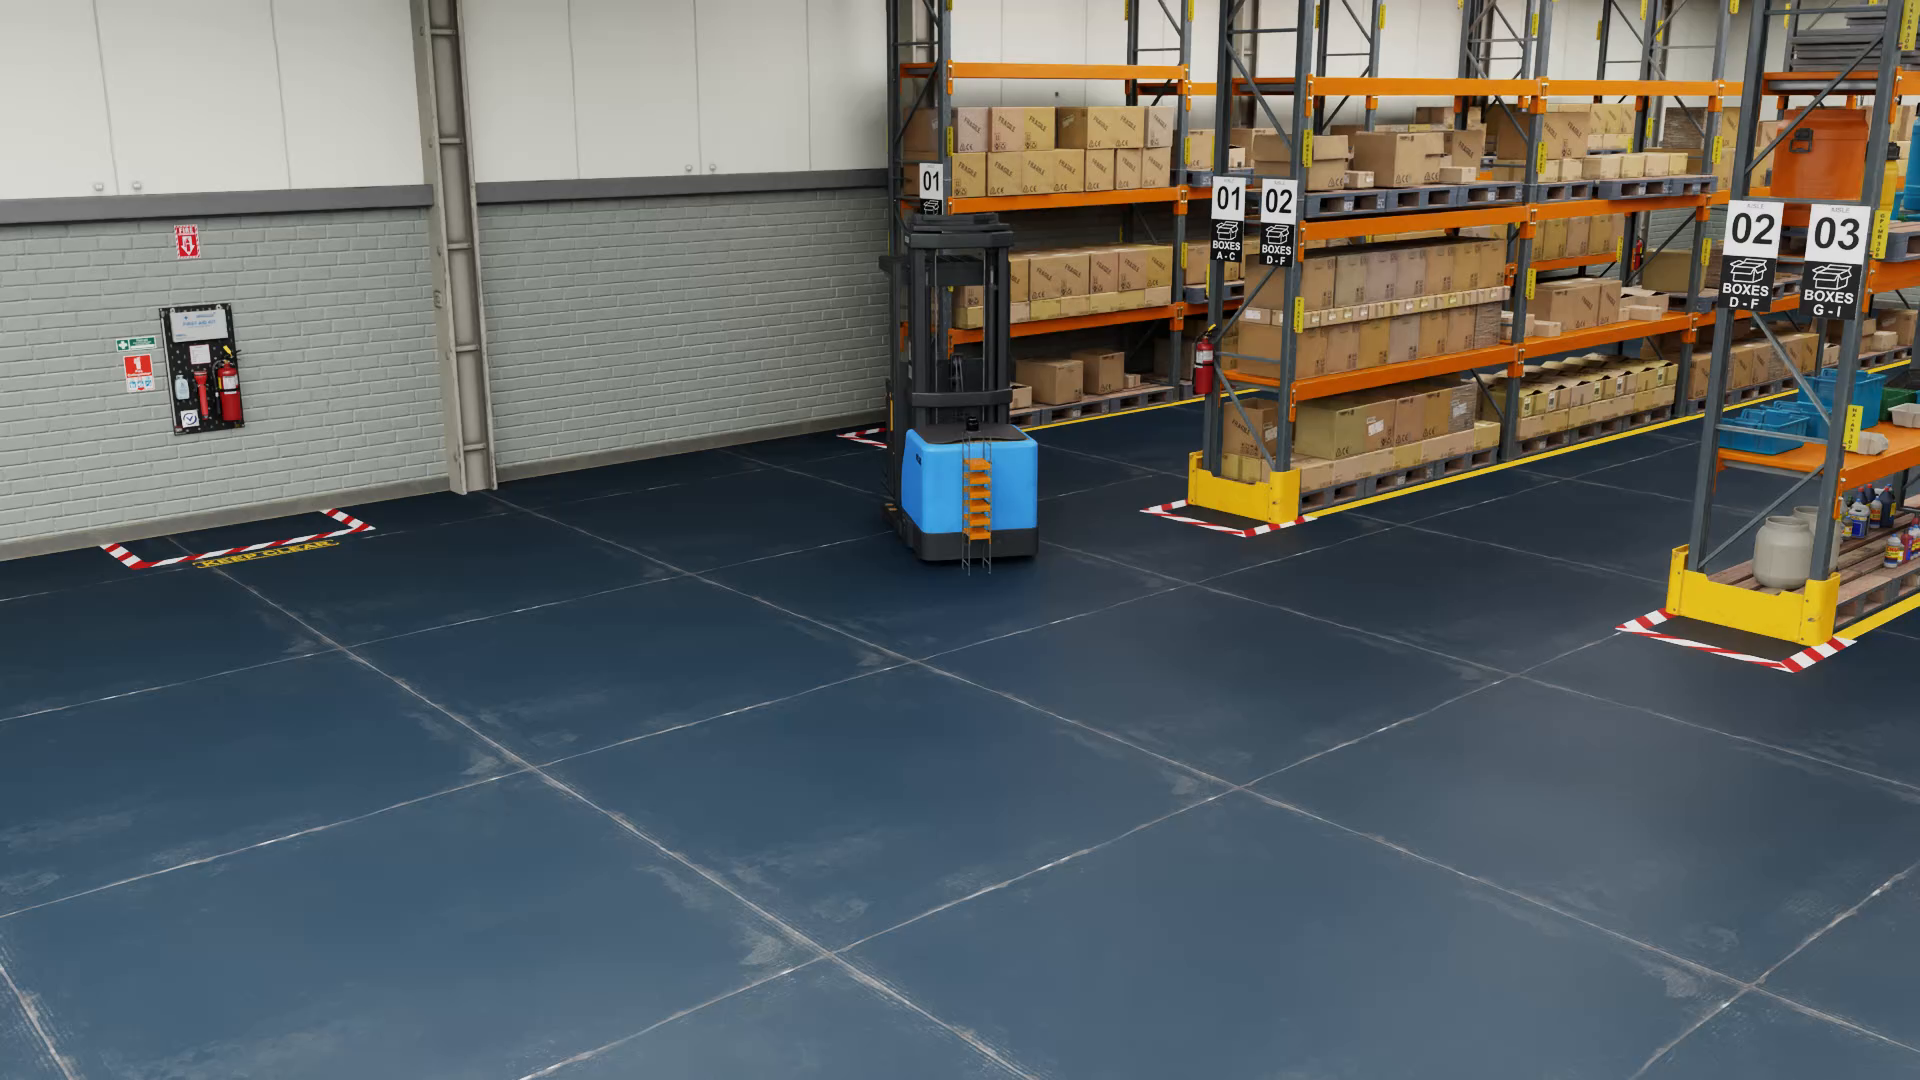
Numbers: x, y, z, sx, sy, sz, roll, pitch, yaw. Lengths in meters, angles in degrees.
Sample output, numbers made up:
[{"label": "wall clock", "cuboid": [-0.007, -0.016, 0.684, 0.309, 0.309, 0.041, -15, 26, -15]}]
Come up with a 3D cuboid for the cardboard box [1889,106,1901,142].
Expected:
[{"label": "cardboard box", "cuboid": [13.021, -5.987, 23.907, 0.500, 0.500, 0.700, -13, 19, -39]}]

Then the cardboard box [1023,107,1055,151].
[{"label": "cardboard box", "cuboid": [0.770, -4.877, 19.712, 0.500, 0.500, 0.500, -12, 19, -38]}]

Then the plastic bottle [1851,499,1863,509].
[{"label": "plastic bottle", "cuboid": [7.940, -0.228, 14.724, 0.097, 0.271, 0.097, 0, 15, 0]}]

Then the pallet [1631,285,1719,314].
[{"label": "pallet", "cuboid": [9.284, -3.132, 21.534, 1.003, 0.211, 1.213, -13, 19, -39]}]

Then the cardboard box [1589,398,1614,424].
[{"label": "cardboard box", "cuboid": [7.428, -1.573, 19.843, 0.500, 0.250, 0.500, -12, 19, -38]}]

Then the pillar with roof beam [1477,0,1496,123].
[{"label": "pillar with roof beam", "cuboid": [11.368, -7.085, 24.335, 0.400, 9.000, 9.100, -13, 19, -39]}]

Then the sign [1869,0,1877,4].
[{"label": "sign", "cuboid": [12.205, -7.093, 22.249, 0.005, 0.325, 0.100, -13, 19, -39]}]

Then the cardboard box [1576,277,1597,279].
[{"label": "cardboard box", "cuboid": [10.967, -4.485, 29.001, 0.250, 0.149, 0.380, -12, 19, -38]}]

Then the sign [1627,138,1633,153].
[{"label": "sign", "cuboid": [8.464, -4.901, 20.971, 0.005, 0.325, 0.100, -13, 19, -39]}]

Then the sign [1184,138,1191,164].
[{"label": "sign", "cuboid": [2.908, -4.977, 21.255, 0.005, 0.325, 0.100, -13, 19, -39]}]

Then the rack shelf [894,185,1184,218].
[{"label": "rack shelf", "cuboid": [1.038, -4.145, 20.536, 4.000, 0.370, 1.077, -13, 19, -39]}]

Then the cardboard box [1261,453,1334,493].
[{"label": "cardboard box", "cuboid": [3.334, -0.663, 16.433, 0.500, 0.250, 0.500, -13, 19, -39]}]

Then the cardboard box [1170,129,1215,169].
[{"label": "cardboard box", "cuboid": [3.011, -5.160, 21.933, 0.500, 0.500, 0.500, -9, 18, -32]}]

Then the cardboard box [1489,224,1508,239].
[{"label": "cardboard box", "cuboid": [8.399, -4.812, 26.642, 0.500, 0.500, 0.500, -13, 20, -40]}]

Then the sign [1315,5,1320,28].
[{"label": "sign", "cuboid": [5.197, -7.593, 24.123, 0.005, 0.325, 0.100, -13, 19, -39]}]

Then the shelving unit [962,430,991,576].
[{"label": "shelving unit", "cuboid": [0.139, -0.313, 14.096, 0.189, 1.200, 0.258, -4, 15, -13]}]

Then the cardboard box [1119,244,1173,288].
[{"label": "cardboard box", "cuboid": [2.393, -3.541, 21.494, 0.500, 0.500, 0.500, -13, 20, -39]}]

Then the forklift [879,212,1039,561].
[{"label": "forklift", "cuboid": [-0.136, -1.573, 15.459, 1.130, 2.935, 3.031, -3, 15, -12]}]

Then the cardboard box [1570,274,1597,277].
[{"label": "cardboard box", "cuboid": [11.100, -4.646, 29.602, 0.250, 0.149, 0.380, -12, 19, -39]}]

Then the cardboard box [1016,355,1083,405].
[{"label": "cardboard box", "cuboid": [1.126, -2.020, 20.992, 0.500, 0.500, 0.700, -14, 21, -43]}]

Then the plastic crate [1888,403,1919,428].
[{"label": "plastic crate", "cuboid": [7.991, -1.002, 13.698, 0.437, 0.136, 0.530, -13, 19, -39]}]

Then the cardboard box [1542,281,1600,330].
[{"label": "cardboard box", "cuboid": [7.166, -2.768, 19.605, 0.500, 0.500, 0.500, -13, 19, -39]}]

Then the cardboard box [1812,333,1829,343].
[{"label": "cardboard box", "cuboid": [12.646, -2.966, 24.899, 0.500, 0.311, 0.500, -13, 19, -39]}]

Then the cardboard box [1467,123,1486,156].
[{"label": "cardboard box", "cuboid": [7.846, -6.320, 26.238, 0.500, 0.500, 0.700, -14, 20, -42]}]

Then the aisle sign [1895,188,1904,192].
[{"label": "aisle sign", "cuboid": [14.712, -5.776, 26.023, 0.004, 0.787, 0.394, -13, 19, -39]}]

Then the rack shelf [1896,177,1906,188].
[{"label": "rack shelf", "cuboid": [13.345, -5.214, 24.539, 4.000, 0.370, 1.077, -13, 19, -39]}]

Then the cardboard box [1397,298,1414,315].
[{"label": "cardboard box", "cuboid": [4.381, -2.387, 16.924, 0.250, 0.149, 0.380, -12, 19, -39]}]

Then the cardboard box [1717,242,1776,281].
[{"label": "cardboard box", "cuboid": [10.544, -3.713, 22.332, 0.700, 0.500, 0.500, 10, 18, 33]}]

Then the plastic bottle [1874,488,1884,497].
[{"label": "plastic bottle", "cuboid": [8.296, -0.321, 15.066, 0.135, 0.276, 0.152, -12, 19, -37]}]

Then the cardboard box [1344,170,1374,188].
[{"label": "cardboard box", "cuboid": [3.787, -3.504, 16.145, 0.250, 0.149, 0.380, -13, 19, -39]}]

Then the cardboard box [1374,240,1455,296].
[{"label": "cardboard box", "cuboid": [4.712, -2.846, 17.386, 0.500, 0.500, 0.700, -13, 20, -39]}]

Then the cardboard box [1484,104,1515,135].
[{"label": "cardboard box", "cuboid": [8.955, -6.891, 27.254, 0.500, 0.500, 0.500, -13, 20, -40]}]

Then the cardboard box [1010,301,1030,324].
[{"label": "cardboard box", "cuboid": [0.488, -2.753, 19.997, 0.500, 0.250, 0.500, -13, 20, -41]}]

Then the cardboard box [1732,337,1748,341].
[{"label": "cardboard box", "cuboid": [10.534, -2.568, 23.043, 0.500, 0.500, 0.500, -12, 19, -39]}]

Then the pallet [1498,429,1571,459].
[{"label": "pallet", "cuboid": [6.331, -1.204, 19.347, 1.213, 0.211, 1.003, -13, 19, -39]}]

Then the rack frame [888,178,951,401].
[{"label": "rack frame", "cuboid": [-0.471, -2.704, 19.562, 0.127, 3.000, 1.000, -13, 19, -39]}]

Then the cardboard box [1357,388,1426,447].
[{"label": "cardboard box", "cuboid": [4.467, -1.279, 17.285, 0.500, 0.500, 0.500, -13, 19, -39]}]

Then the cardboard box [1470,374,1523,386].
[{"label": "cardboard box", "cuboid": [6.307, -1.778, 19.520, 0.500, 0.311, 0.500, -12, 19, -38]}]

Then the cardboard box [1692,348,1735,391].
[{"label": "cardboard box", "cuboid": [9.741, -2.212, 21.710, 0.500, 0.500, 0.500, -14, 20, -41]}]

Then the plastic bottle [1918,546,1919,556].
[{"label": "plastic bottle", "cuboid": [8.013, 0.025, 13.912, 0.097, 0.201, 0.097, 0, 15, 0]}]

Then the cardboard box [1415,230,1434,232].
[{"label": "cardboard box", "cuboid": [6.855, -4.827, 25.247, 0.500, 0.250, 0.500, -12, 19, -39]}]

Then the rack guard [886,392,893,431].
[{"label": "rack guard", "cuboid": [-0.414, -1.510, 19.933, 0.348, 0.500, 1.175, -13, 19, -39]}]

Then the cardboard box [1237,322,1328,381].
[{"label": "cardboard box", "cuboid": [3.144, -1.866, 16.228, 0.500, 0.500, 0.700, -13, 19, -39]}]

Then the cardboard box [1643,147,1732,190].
[{"label": "cardboard box", "cuboid": [9.126, -4.674, 20.929, 0.500, 0.500, 0.910, -13, 19, -39]}]

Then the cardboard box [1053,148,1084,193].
[{"label": "cardboard box", "cuboid": [1.153, -4.487, 20.192, 0.500, 0.500, 0.500, -11, 19, -36]}]

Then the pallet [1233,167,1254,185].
[{"label": "pallet", "cuboid": [3.863, -5.001, 22.710, 1.003, 0.211, 1.213, -13, 19, -39]}]

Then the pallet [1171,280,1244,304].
[{"label": "pallet", "cuboid": [3.219, -3.391, 22.503, 1.213, 0.211, 1.003, -13, 19, -39]}]

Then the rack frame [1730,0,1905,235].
[{"label": "rack frame", "cuboid": [6.032, -3.674, 11.568, 0.127, 3.000, 1.000, -13, 19, -39]}]

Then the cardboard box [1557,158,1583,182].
[{"label": "cardboard box", "cuboid": [6.685, -4.194, 18.803, 0.500, 0.250, 0.500, 14, 20, 42]}]

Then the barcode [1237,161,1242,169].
[{"label": "barcode", "cuboid": [2.695, -3.615, 16.035, 0.075, 0.075, 0.001, -13, 19, -39]}]

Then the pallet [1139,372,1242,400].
[{"label": "pallet", "cuboid": [3.133, -2.167, 22.954, 1.213, 0.211, 1.003, -13, 19, -39]}]
